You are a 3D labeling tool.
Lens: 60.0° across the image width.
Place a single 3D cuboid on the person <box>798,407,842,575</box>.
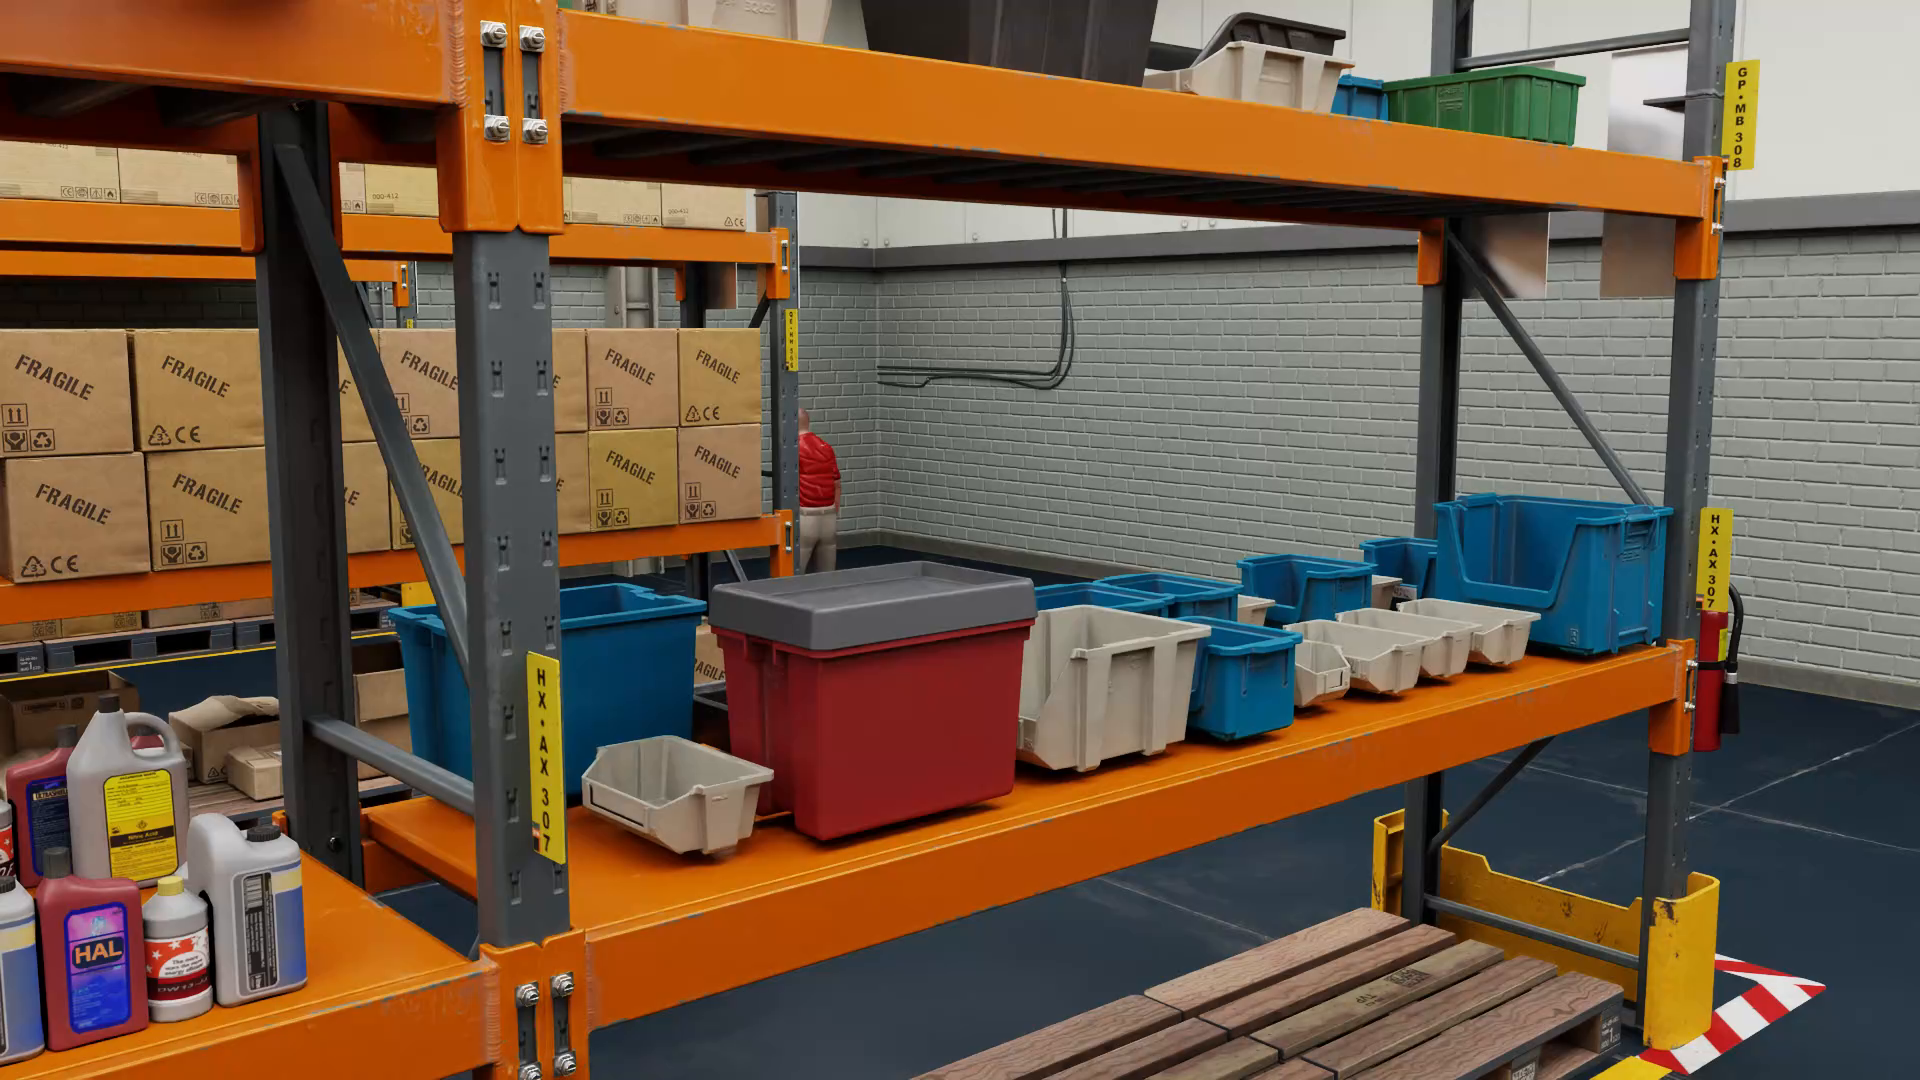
[{"bbox_3d":[-1.112,-0.097,12.082,0.603,1.728,0.384,-7,10,-43],"label":"person"}]
